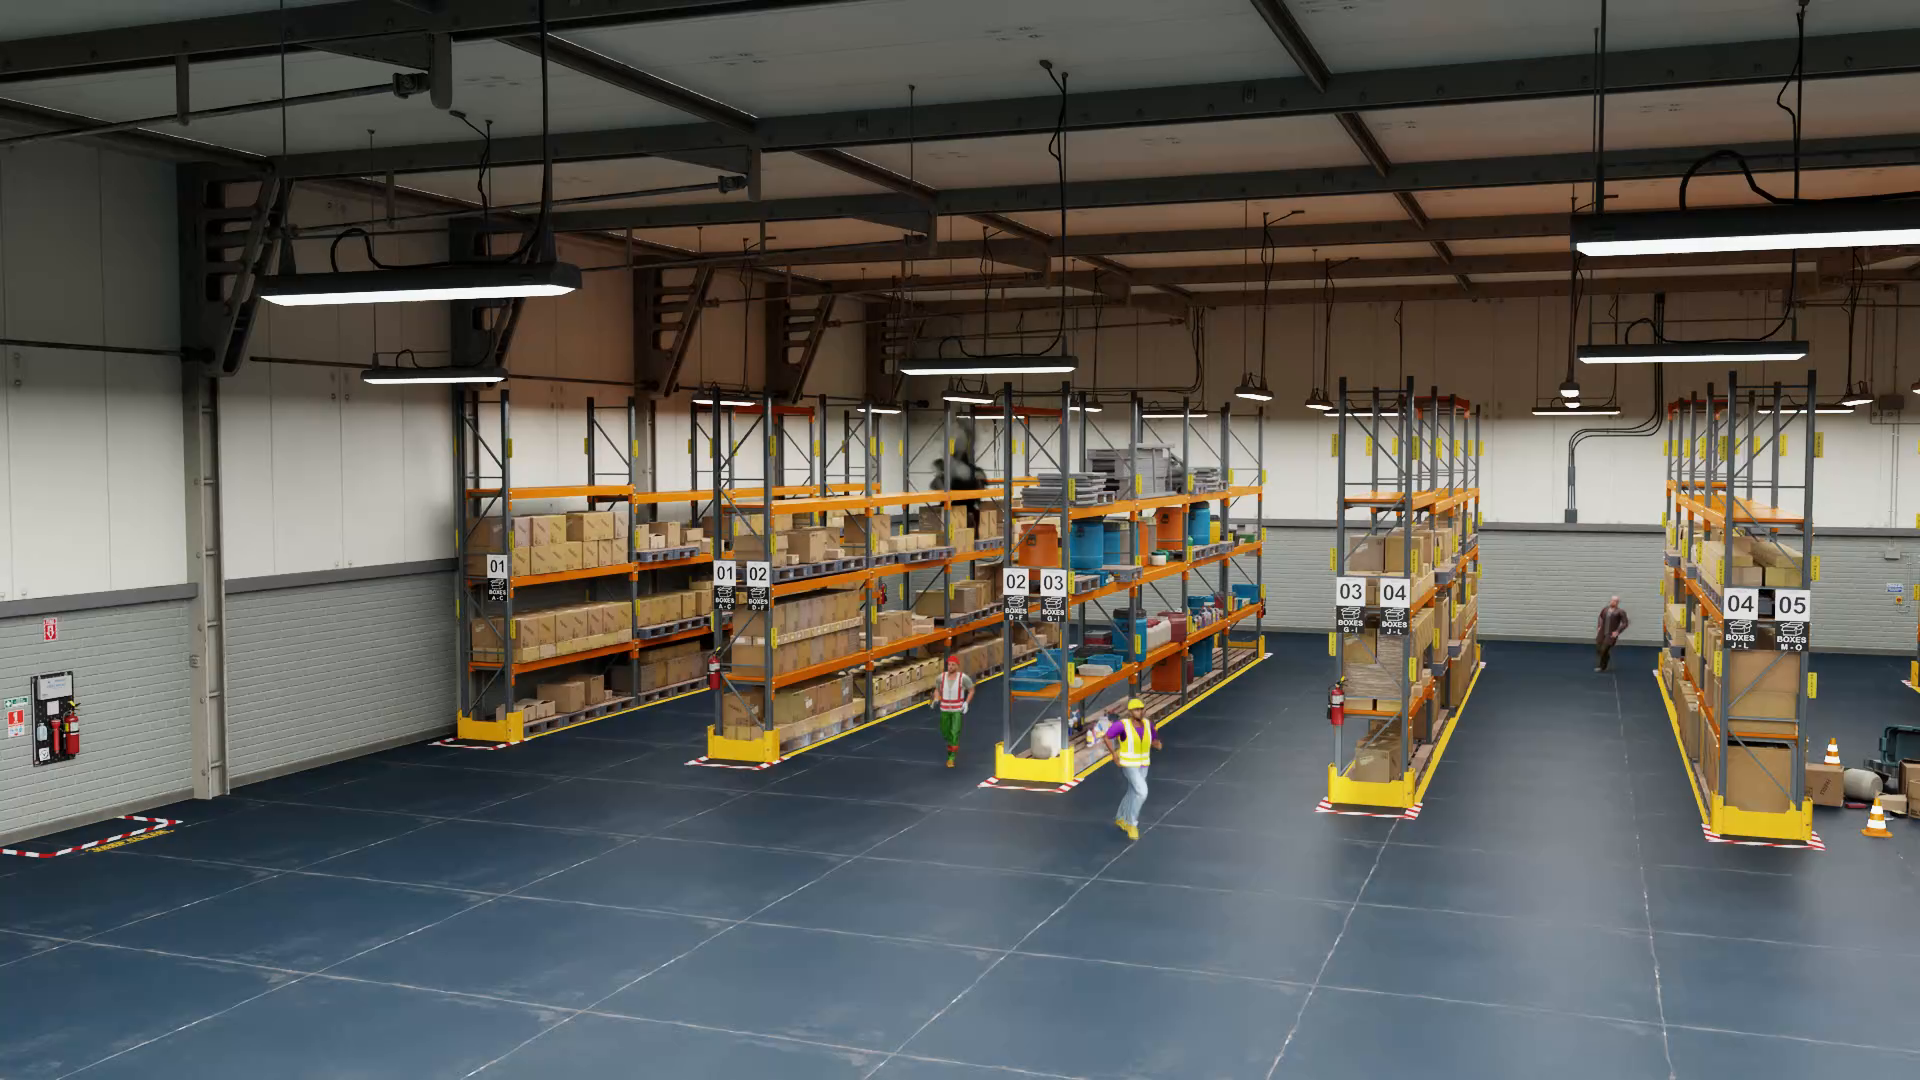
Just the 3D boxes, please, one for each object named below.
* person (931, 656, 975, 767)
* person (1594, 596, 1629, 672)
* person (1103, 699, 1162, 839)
[{"bbox_3d":[-0.085,2.684,26.349,0.647,1.743,0.738,1,3,13],"label":"person"},{"bbox_3d":[14.549,2.099,37.088,0.650,1.718,0.751,-3,4,-40],"label":"person"},{"bbox_3d":[2.282,2.954,21.512,0.661,1.822,0.746,-2,4,-34],"label":"person"}]
